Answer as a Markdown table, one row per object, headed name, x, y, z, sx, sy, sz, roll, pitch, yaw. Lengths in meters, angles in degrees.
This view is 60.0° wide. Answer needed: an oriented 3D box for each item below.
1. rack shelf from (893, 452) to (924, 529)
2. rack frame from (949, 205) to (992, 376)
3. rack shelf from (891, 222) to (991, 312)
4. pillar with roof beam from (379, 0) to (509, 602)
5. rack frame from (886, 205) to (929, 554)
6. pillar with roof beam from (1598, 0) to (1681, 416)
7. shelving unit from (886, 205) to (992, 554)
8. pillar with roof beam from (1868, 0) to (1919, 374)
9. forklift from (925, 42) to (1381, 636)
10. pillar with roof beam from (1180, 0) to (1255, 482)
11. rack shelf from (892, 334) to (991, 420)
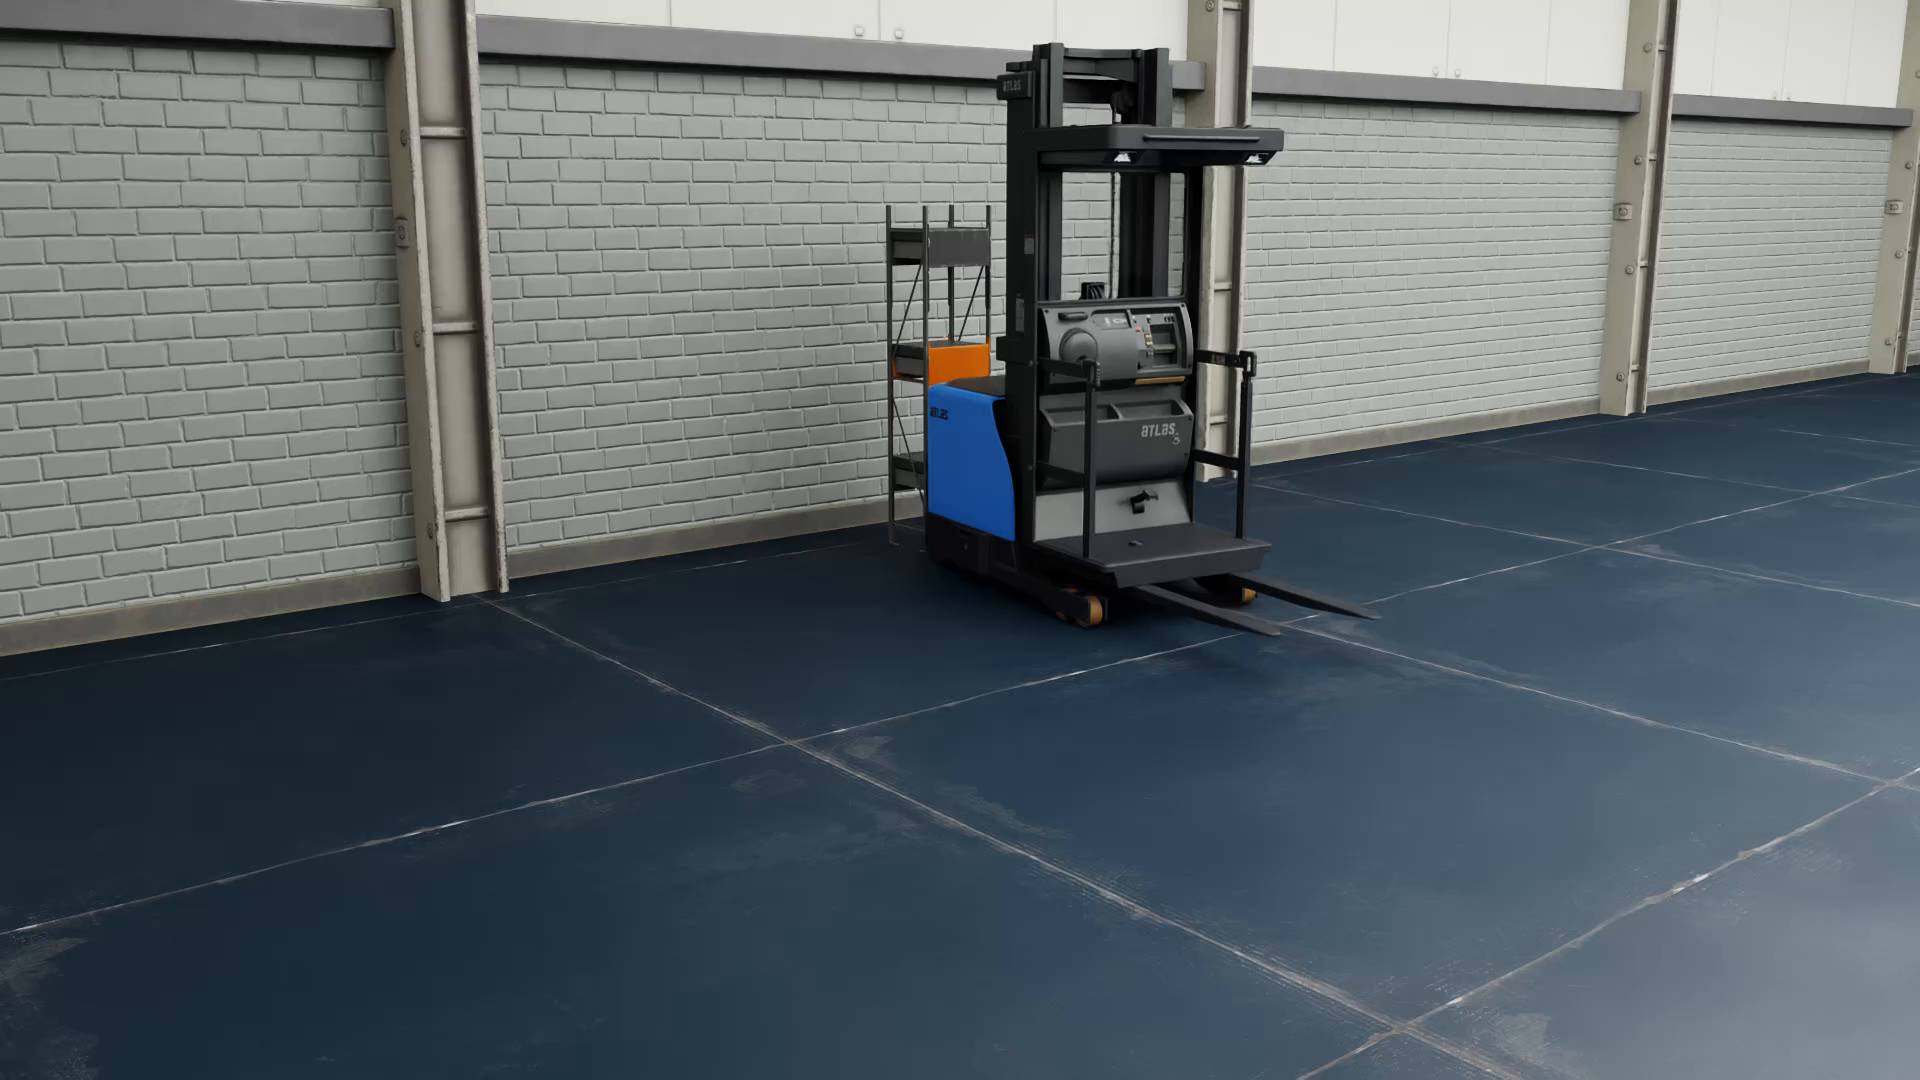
| name | x | y | z | sx | sy | sz | roll | pitch | yaw |
| --- | --- | --- | --- | --- | --- | --- | --- | --- | --- |
| rack shelf | -0.129 | -0.308 | 10.458 | 0.480 | 0.518 | 0.431 | -9 | 15 | -38 |
| rack frame | 0.061 | -1.037 | 10.459 | 0.015 | 2.100 | 0.400 | -9 | 15 | -38 |
| rack shelf | -0.129 | -1.677 | 10.167 | 0.480 | 0.518 | 0.431 | -9 | 15 | -38 |
| pillar with roof beam | -0.076 | -3.417 | 5.057 | 0.400 | 9.000 | 9.100 | -9 | 15 | -38 |
| rack frame | -0.320 | -0.974 | 10.160 | 0.015 | 2.100 | 0.400 | -9 | 15 | -38 |
| pillar with roof beam | 9.294 | -4.974 | 12.390 | 0.400 | 9.000 | 9.100 | -9 | 15 | -38 |
| shelving unit | -0.129 | -1.006 | 10.310 | 0.503 | 2.100 | 0.431 | -9 | 15 | -38 |
| pillar with roof beam | 13.979 | -5.753 | 16.057 | 0.400 | 9.000 | 9.100 | -9 | 15 | -38 |
| forklift | 0.956 | -1.093 | 8.721 | 1.130 | 2.935 | 3.031 | -7 | 14 | -29 |
| pillar with roof beam | 4.609 | -4.196 | 8.724 | 0.400 | 9.000 | 9.100 | -9 | 15 | -38 |
| rack shelf | -0.129 | -0.992 | 10.312 | 0.480 | 0.518 | 0.431 | -9 | 15 | -38 |
